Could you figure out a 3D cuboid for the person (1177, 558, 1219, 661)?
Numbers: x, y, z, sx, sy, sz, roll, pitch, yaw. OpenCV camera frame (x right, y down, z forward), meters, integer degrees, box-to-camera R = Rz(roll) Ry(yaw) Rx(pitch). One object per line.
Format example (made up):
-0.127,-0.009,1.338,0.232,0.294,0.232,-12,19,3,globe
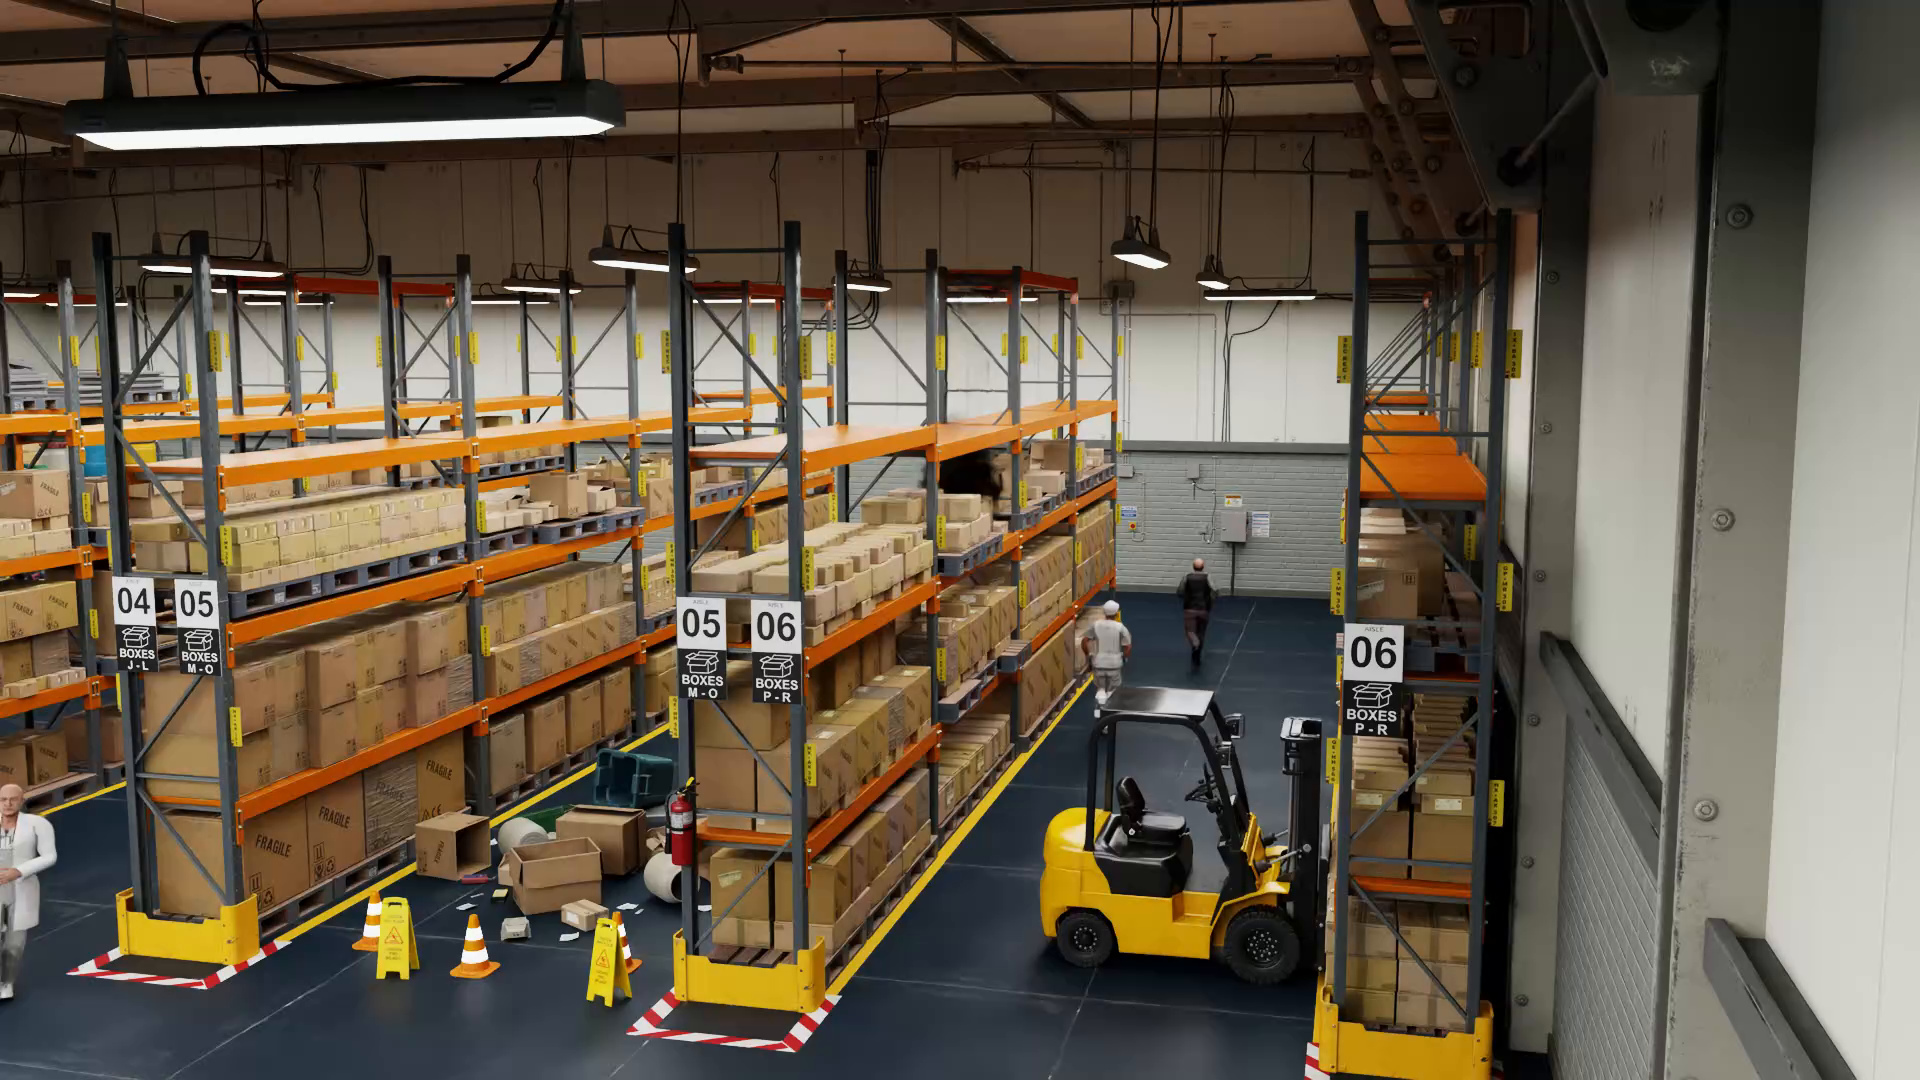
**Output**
3.721,1.154,26.142,0.628,1.737,1.105,0,7,0,person

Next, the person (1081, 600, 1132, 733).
1.942,1.646,21.838,0.654,1.743,0.532,2,7,15,person

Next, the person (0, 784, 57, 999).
-7.369,2.734,12.846,0.723,1.715,0.683,-4,8,-29,person
